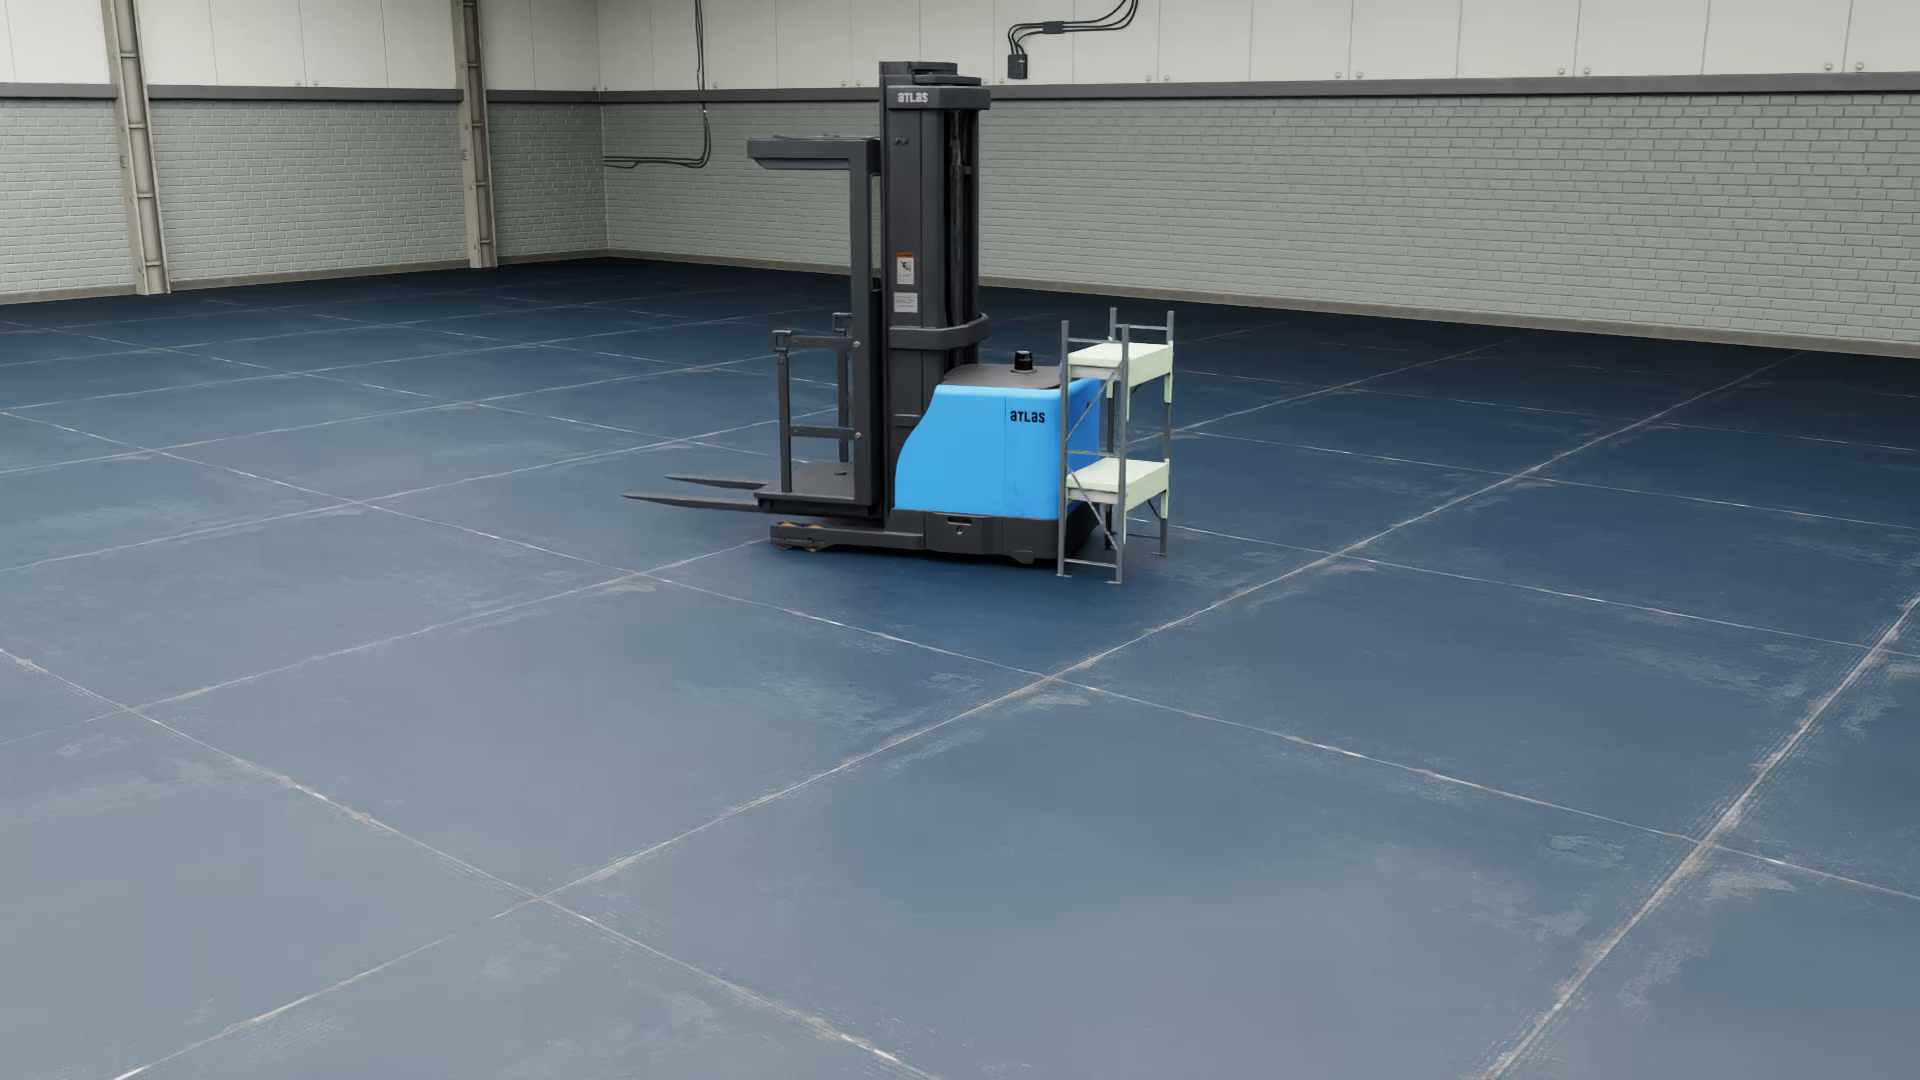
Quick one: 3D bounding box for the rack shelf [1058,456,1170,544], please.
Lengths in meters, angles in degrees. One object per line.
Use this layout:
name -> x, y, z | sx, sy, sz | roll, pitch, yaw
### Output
rack shelf -> 0.924, -0.257, 9.911 | 0.431, 0.370, 0.720 | 7, 16, 26

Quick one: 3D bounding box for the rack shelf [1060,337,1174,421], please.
rack shelf -> 0.925, -0.951, 9.735 | 0.431, 0.370, 0.720 | 7, 16, 26

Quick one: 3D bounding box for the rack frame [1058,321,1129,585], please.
rack frame -> 0.759, -0.492, 9.514 | 0.400, 1.500, 0.023 | 7, 16, 26

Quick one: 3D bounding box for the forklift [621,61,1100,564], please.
forklift -> -0.677, -1.465, 10.437 | 3.031, 2.935, 1.130 | 4, 15, 17

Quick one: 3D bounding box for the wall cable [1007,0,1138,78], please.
wall cable -> 1.647, -9.831, 24.139 | 2.305, 6.003, 0.169 | 11, 18, 38

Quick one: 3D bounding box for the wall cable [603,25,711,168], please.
wall cable -> -5.727, -8.150, 30.735 | 3.097, 2.526, 0.112 | 11, 18, 38

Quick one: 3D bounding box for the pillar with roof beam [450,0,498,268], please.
pillar with roof beam -> -5.258, -8.629, 26.314 | 9.100, 9.000, 0.400 | 11, 18, 38

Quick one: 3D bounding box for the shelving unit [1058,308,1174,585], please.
shelving unit -> 0.925, -0.573, 9.831 | 0.431, 1.500, 0.755 | 7, 16, 26

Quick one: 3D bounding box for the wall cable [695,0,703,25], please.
wall cable -> -3.623, -10.179, 28.465 | 3.097, 2.526, 0.112 | 11, 18, 38

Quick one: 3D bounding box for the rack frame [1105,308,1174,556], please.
rack frame -> 1.090, -0.653, 10.147 | 0.400, 1.500, 0.023 | 7, 16, 26

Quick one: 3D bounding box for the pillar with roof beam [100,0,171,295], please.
pillar with roof beam -> -9.030, -7.480, 21.791 | 9.100, 9.000, 0.400 | 11, 18, 38
